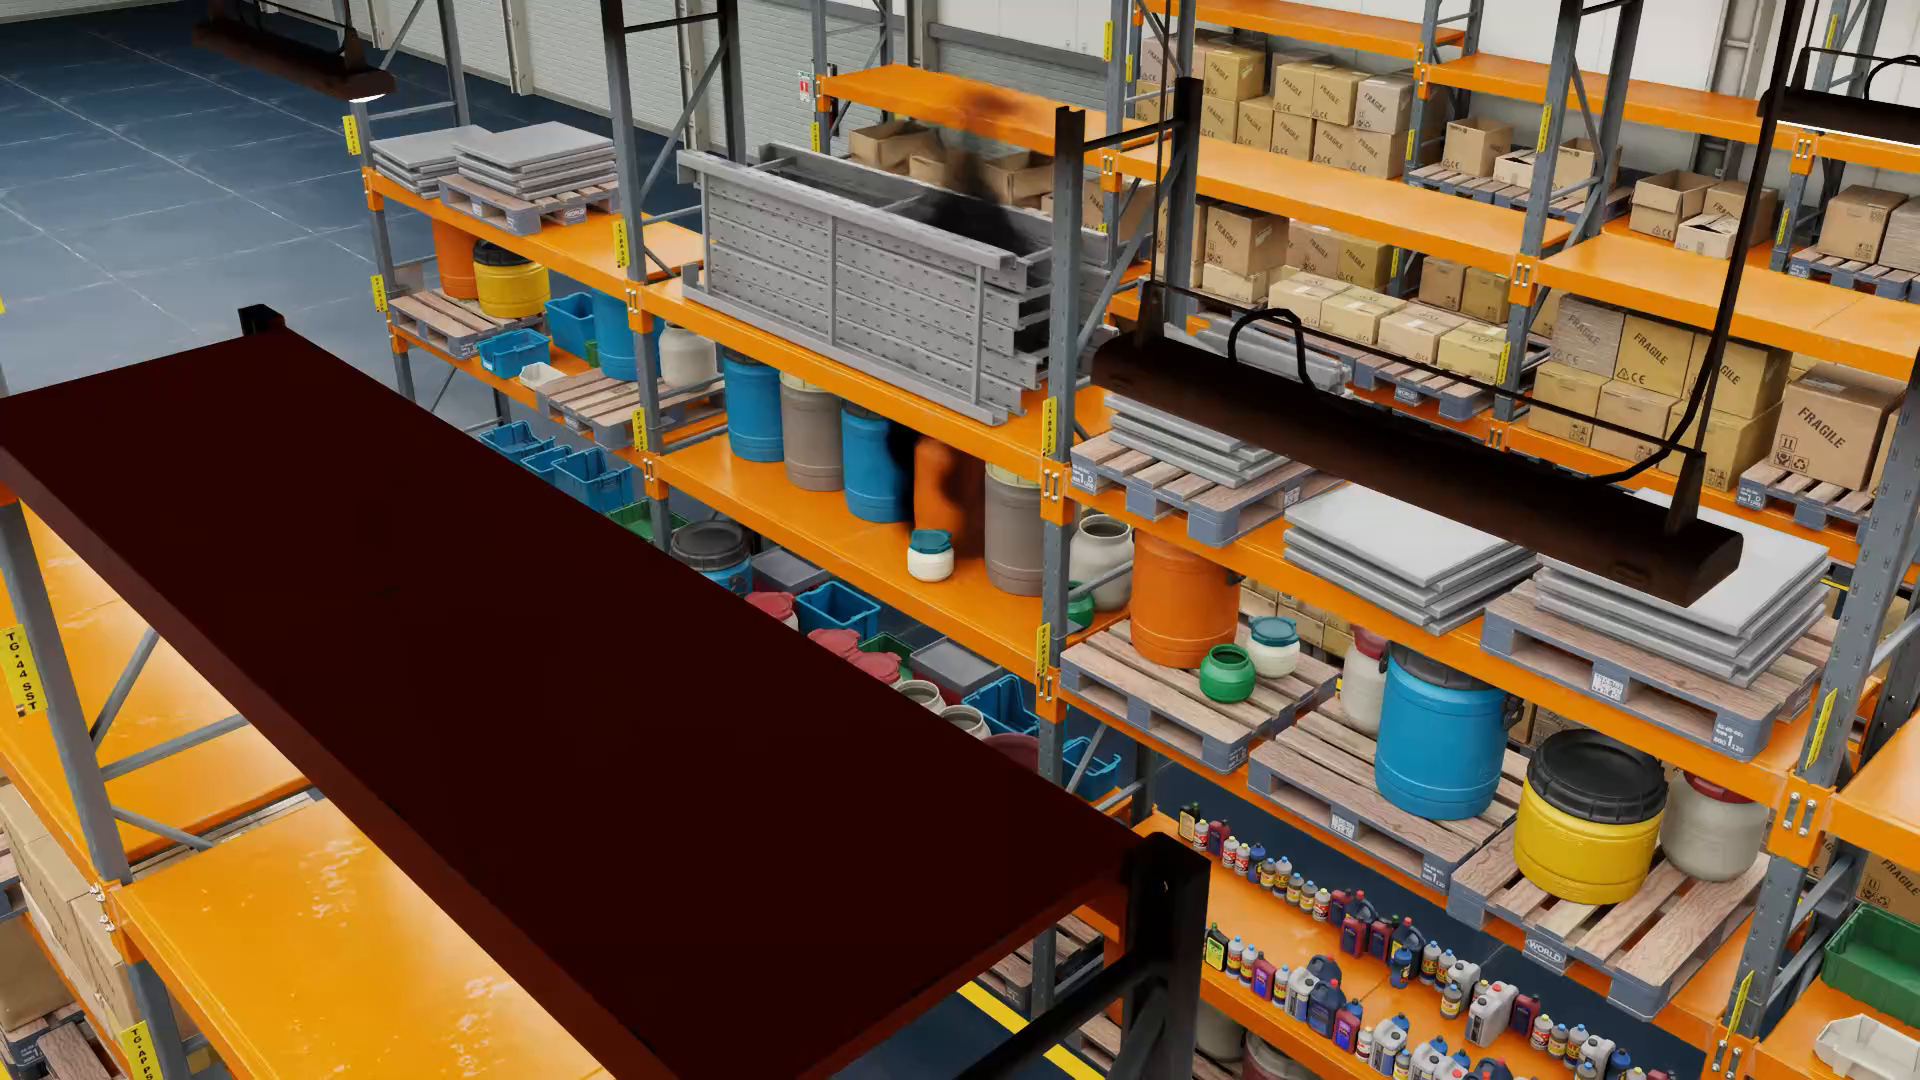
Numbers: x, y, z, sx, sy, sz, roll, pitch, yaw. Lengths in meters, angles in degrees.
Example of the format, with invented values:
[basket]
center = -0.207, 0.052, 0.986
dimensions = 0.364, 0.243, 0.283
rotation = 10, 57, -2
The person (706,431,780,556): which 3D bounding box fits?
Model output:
[person]
center = -2.123, -0.466, 16.056
dimensions = 0.869, 1.597, 0.736
rotation = 8, 29, 14
